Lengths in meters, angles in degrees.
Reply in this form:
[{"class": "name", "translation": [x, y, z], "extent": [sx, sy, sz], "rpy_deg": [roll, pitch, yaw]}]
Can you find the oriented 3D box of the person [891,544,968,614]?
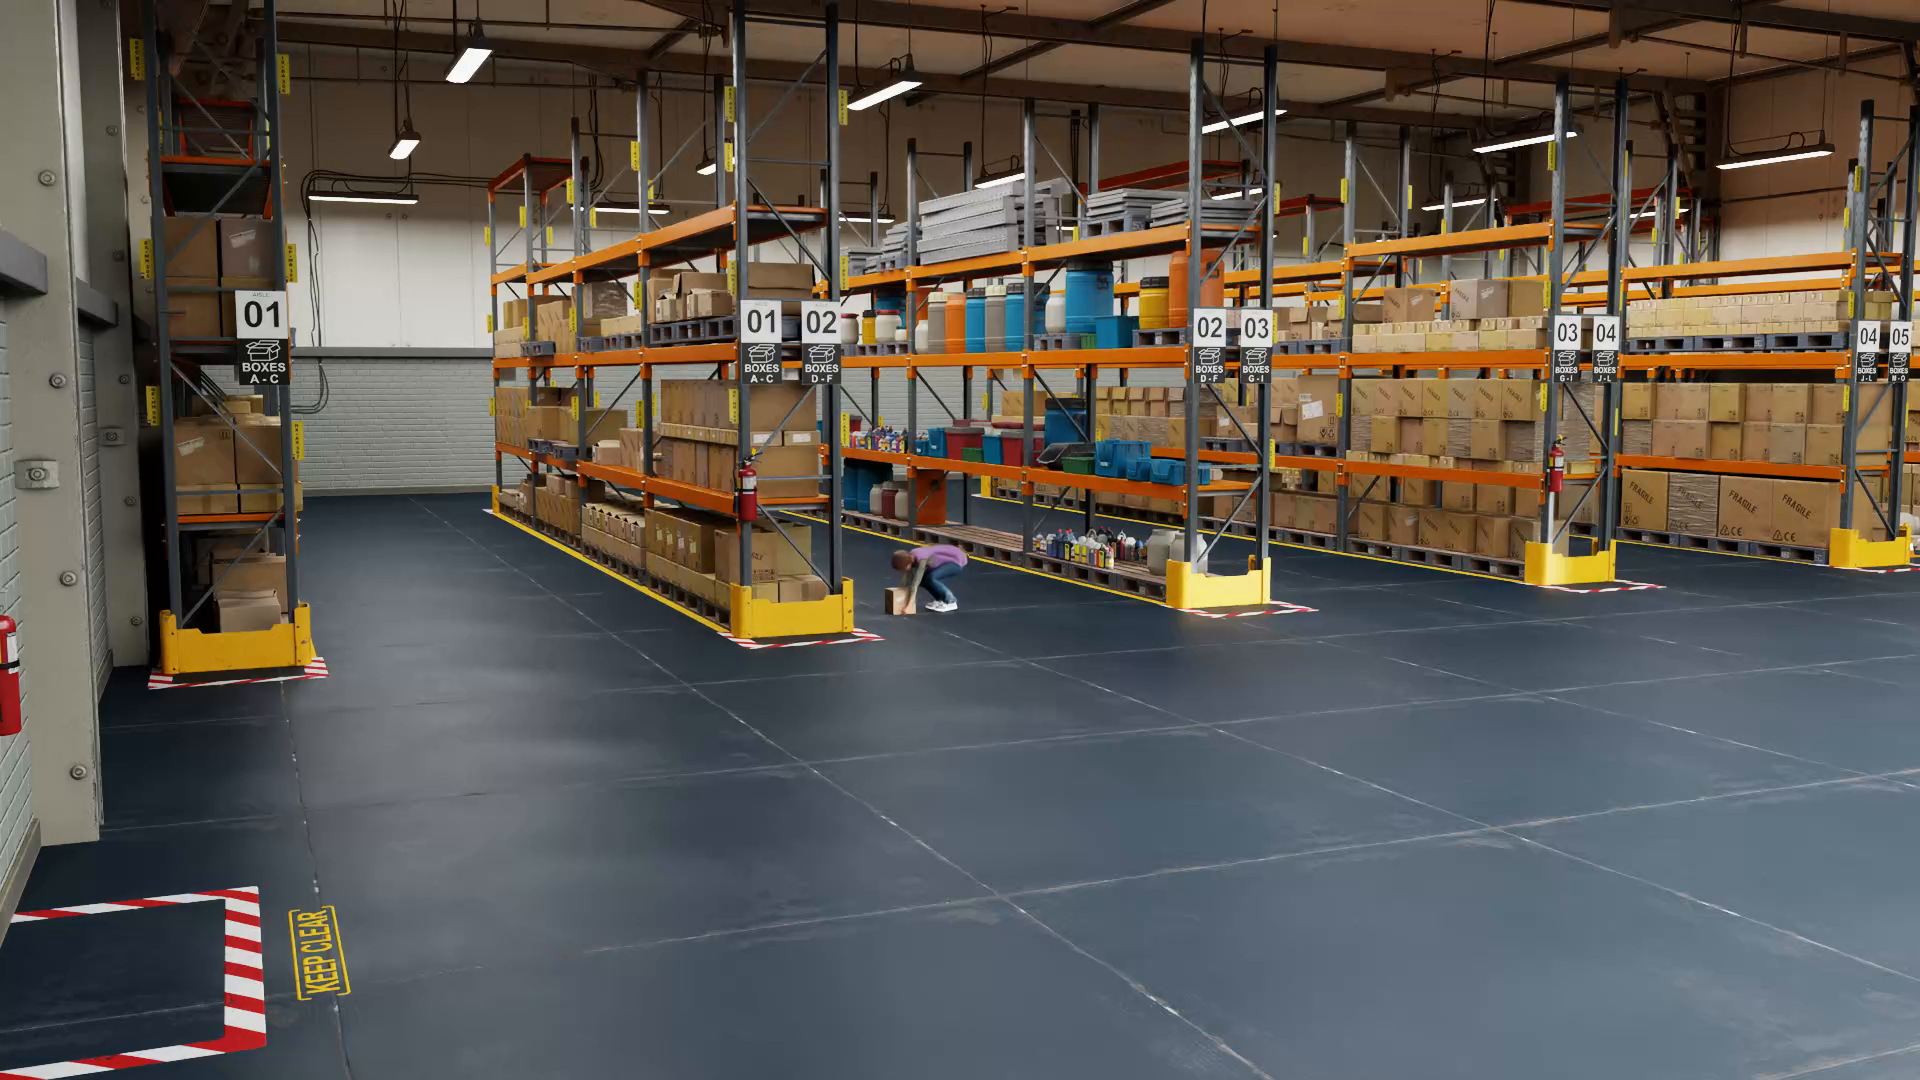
[{"class": "person", "translation": [-0.332, 0.413, 17.667], "extent": [0.873, 0.737, 0.422], "rpy_deg": [-3, 6, -25]}]
